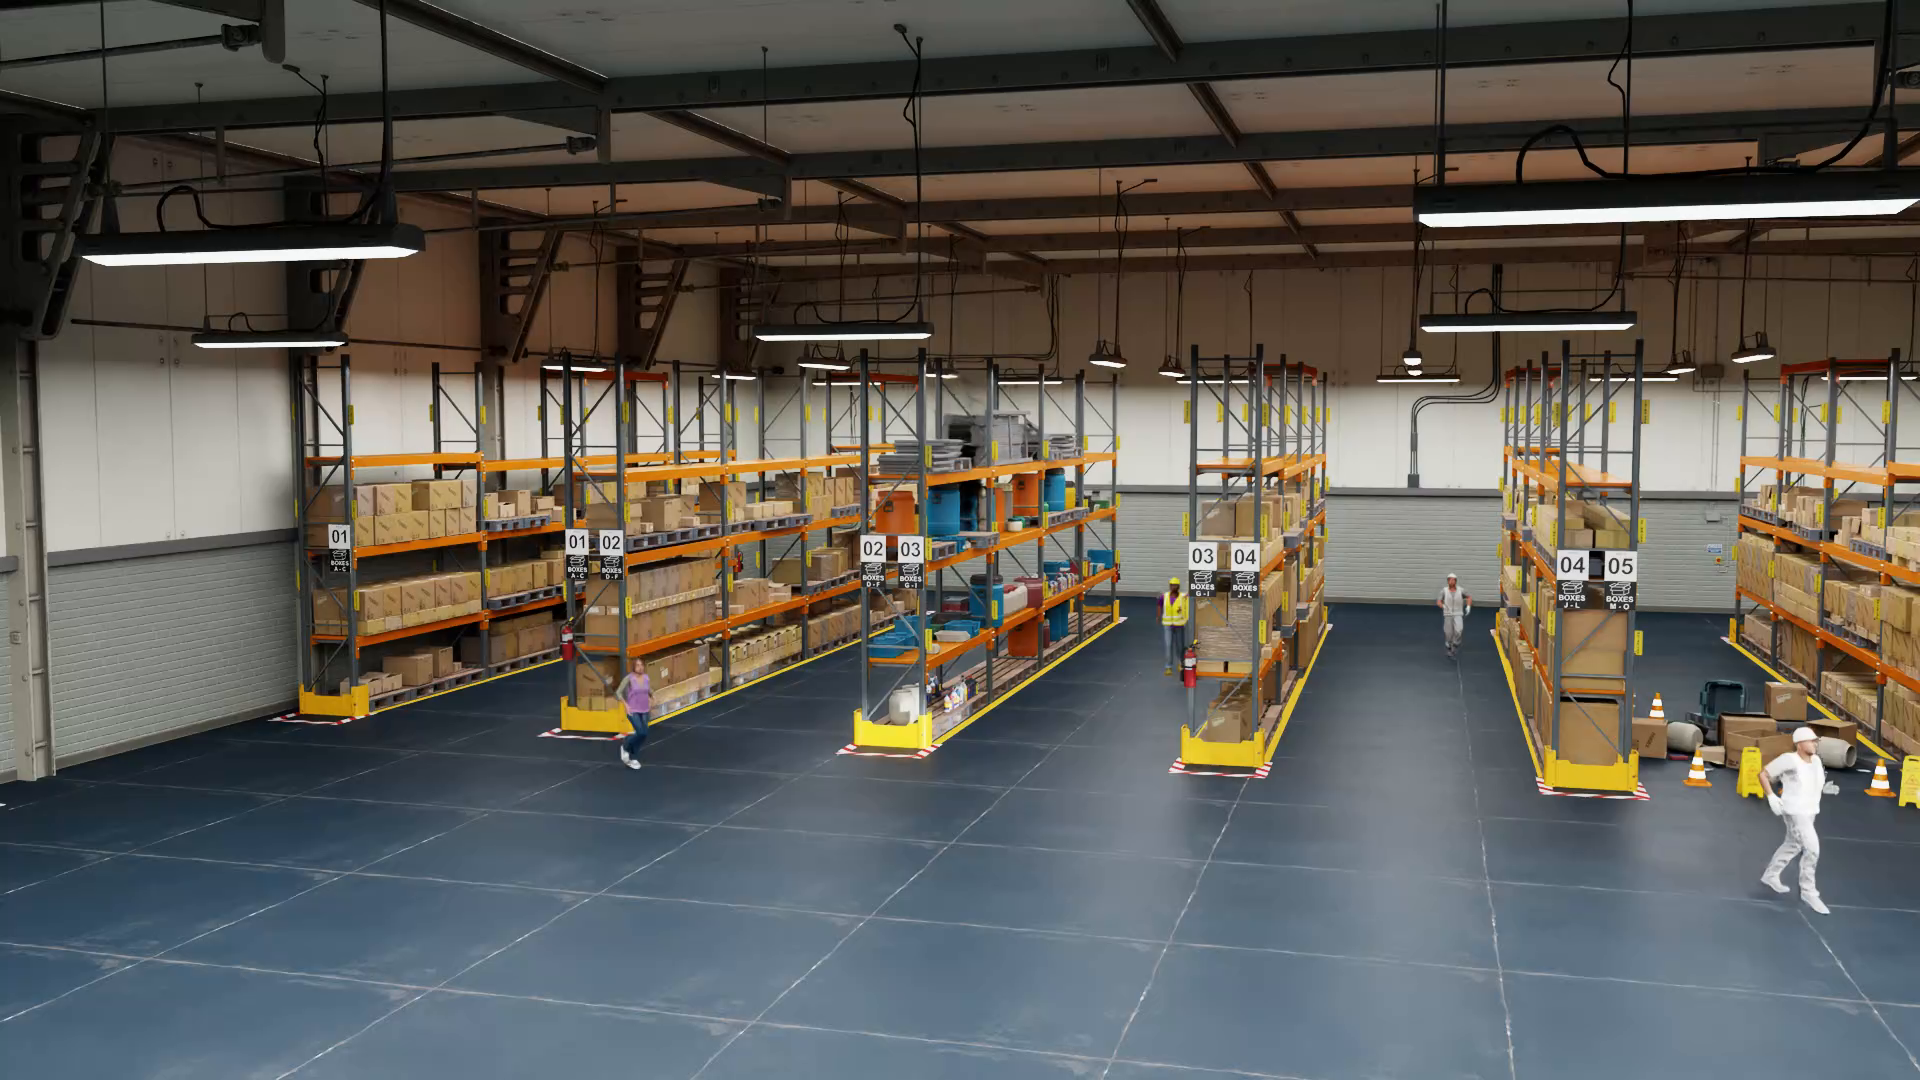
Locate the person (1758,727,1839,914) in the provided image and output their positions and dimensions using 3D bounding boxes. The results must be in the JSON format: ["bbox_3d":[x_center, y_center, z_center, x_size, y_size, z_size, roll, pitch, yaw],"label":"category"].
[{"bbox_3d":[8.599,2.826,17.050,0.690,1.836,0.790,-3,5,-35],"label":"person"}]

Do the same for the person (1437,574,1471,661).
[{"bbox_3d":[10.092,1.581,33.998,0.671,1.785,0.715,1,5,19],"label":"person"}]

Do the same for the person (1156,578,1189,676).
[{"bbox_3d":[3.904,1.582,30.347,0.710,1.791,0.917,1,4,16],"label":"person"}]

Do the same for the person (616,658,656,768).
[{"bbox_3d":[-4.540,2.456,23.573,0.521,1.567,0.540,-4,6,-44],"label":"person"}]
